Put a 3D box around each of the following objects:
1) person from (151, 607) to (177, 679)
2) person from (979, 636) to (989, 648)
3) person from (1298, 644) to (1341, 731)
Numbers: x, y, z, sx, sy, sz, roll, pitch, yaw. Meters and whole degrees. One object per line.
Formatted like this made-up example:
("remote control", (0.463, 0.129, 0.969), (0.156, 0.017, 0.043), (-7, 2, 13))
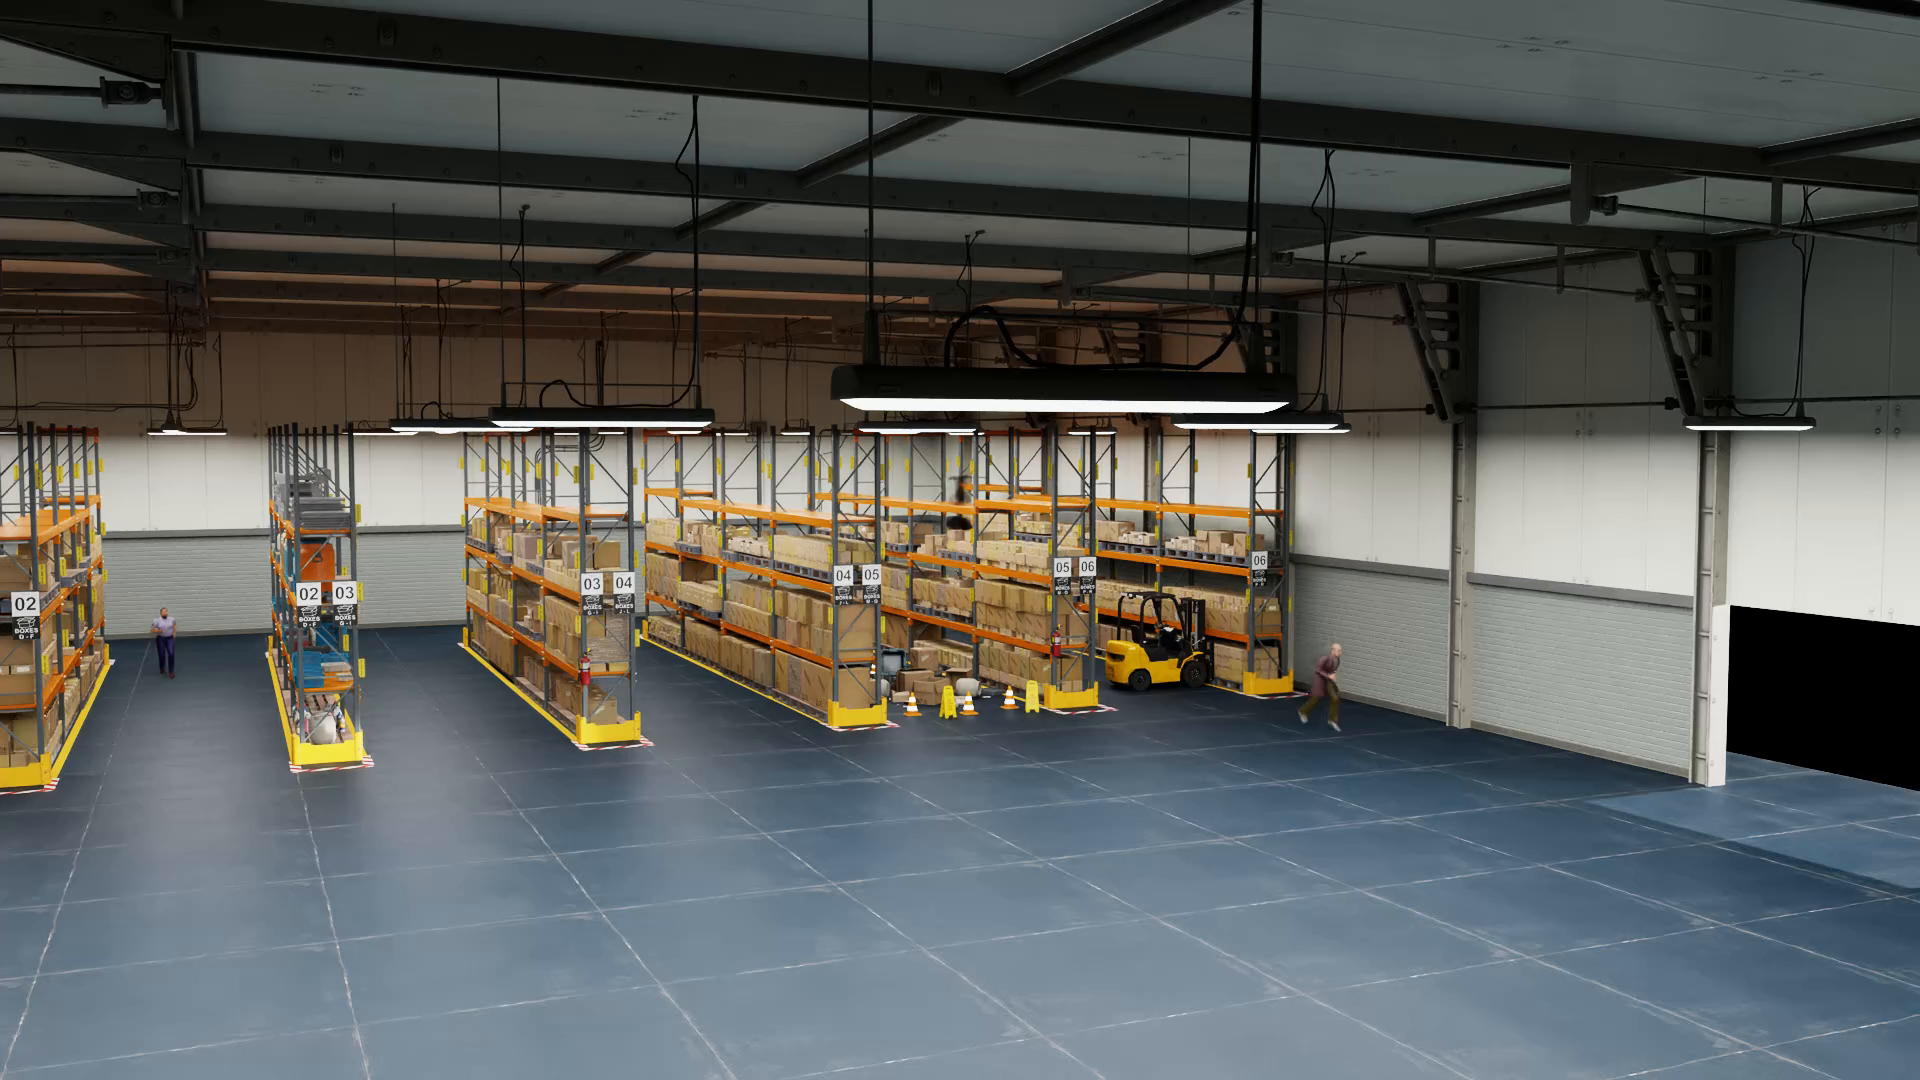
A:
("person", (-19.090, 2.453, 39.901), (0.597, 1.683, 0.858), (-2, 4, -30))
("person", (0.632, 2.203, 43.711), (0.708, 1.765, 0.824), (-2, 4, -33))
("person", (7.139, 2.885, 32.953), (0.755, 1.743, 1.071), (-3, 5, -41))
